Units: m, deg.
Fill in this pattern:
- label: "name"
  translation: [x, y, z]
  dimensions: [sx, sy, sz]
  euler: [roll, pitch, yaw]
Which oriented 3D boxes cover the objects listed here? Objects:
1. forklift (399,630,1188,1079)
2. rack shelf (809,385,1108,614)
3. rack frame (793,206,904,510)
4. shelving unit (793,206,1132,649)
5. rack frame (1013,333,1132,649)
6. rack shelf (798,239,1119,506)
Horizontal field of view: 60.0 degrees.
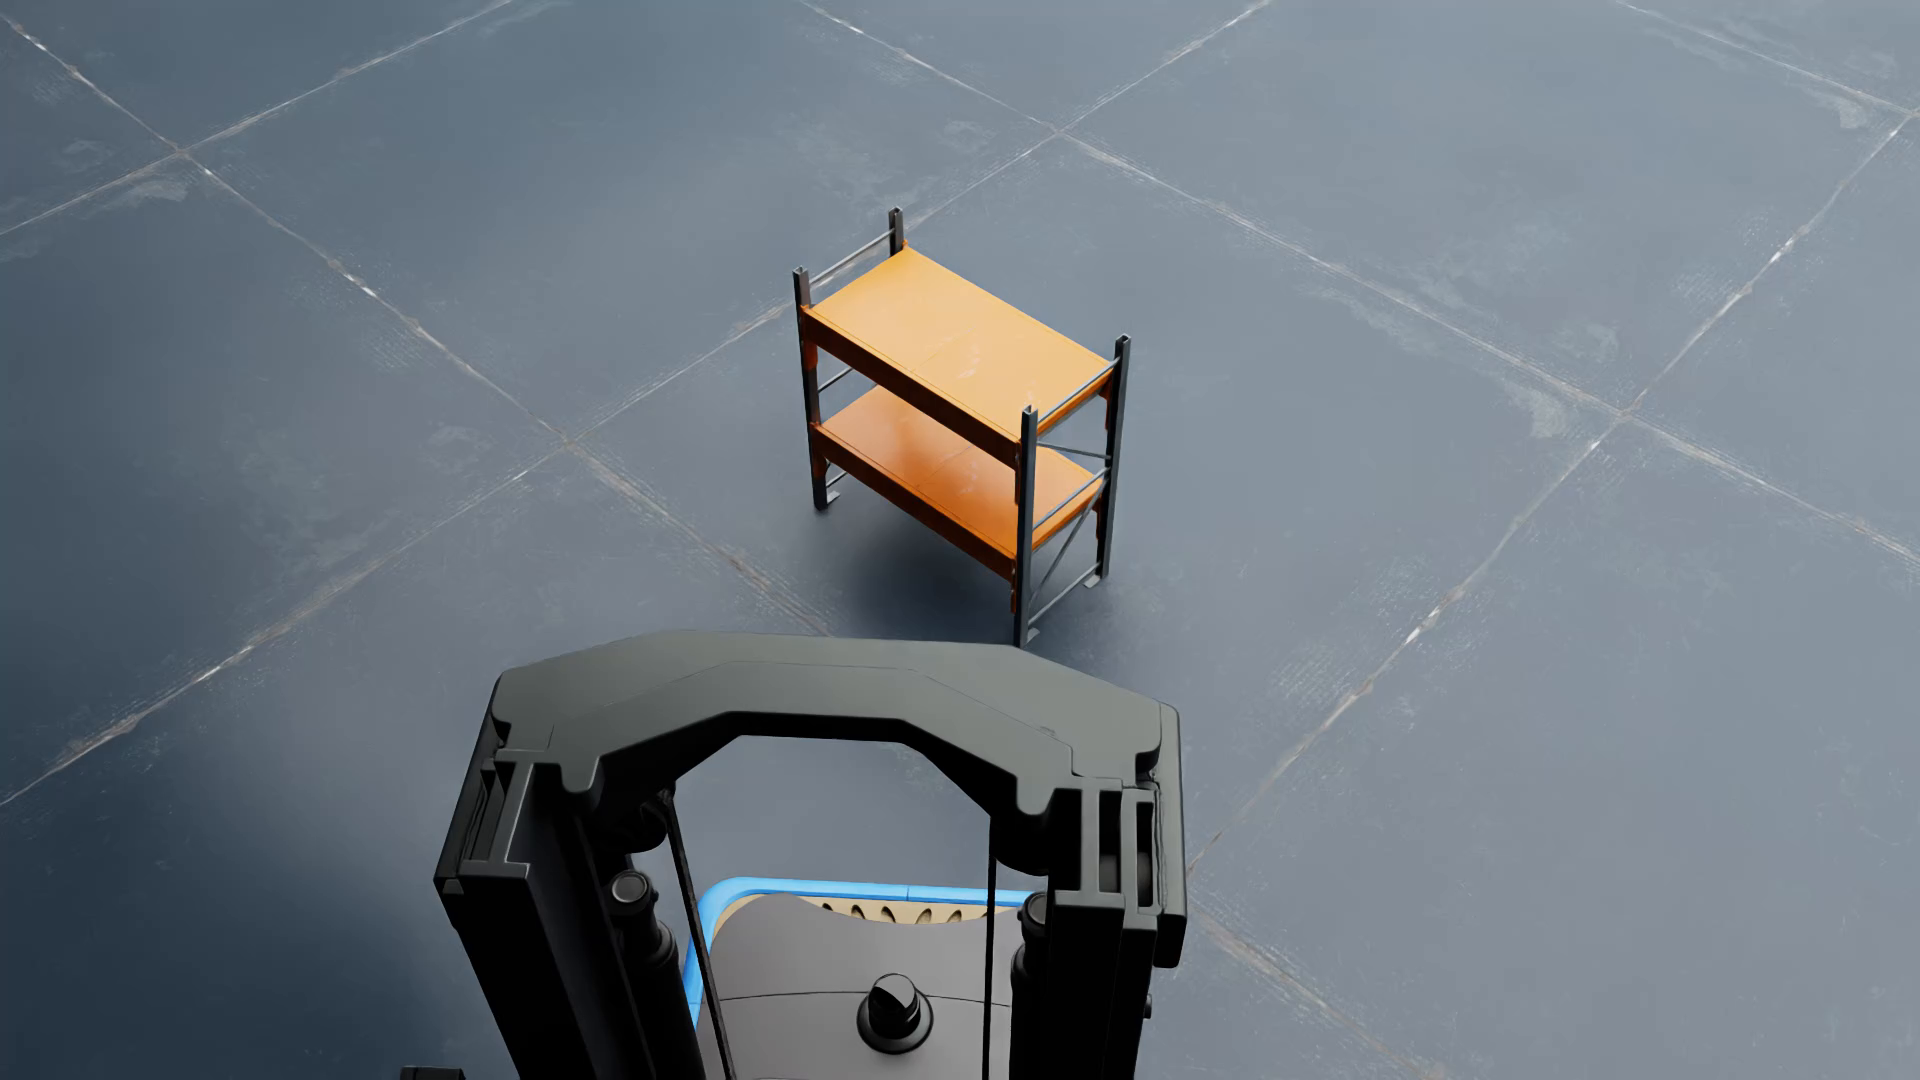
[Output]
- label: "forklift"
  translation: [-0.211, 1.639, 2.701]
  dimensions: [1.130, 2.935, 3.031]
  euler: [2, 47, 2]
- label: "rack shelf"
  translation: [-0.005, -0.221, 6.021]
  dimensions: [1.000, 0.278, 0.538]
  euler: [34, 55, 28]
- label: "rack frame"
  translation: [-0.379, -0.640, 6.079]
  dimensions: [0.032, 1.125, 0.500]
  euler: [34, 55, 28]
- label: "shelving unit"
  translation: [-0.005, -0.388, 5.843]
  dimensions: [1.048, 1.125, 0.538]
  euler: [34, 55, 28]
- label: "rack frame"
  translation: [0.369, -0.137, 5.607]
  dimensions: [0.032, 1.125, 0.500]
  euler: [34, 55, 28]
- label: "rack shelf"
  translation: [-0.005, -0.589, 5.630]
  dimensions: [1.000, 0.278, 0.538]
  euler: [34, 55, 28]
